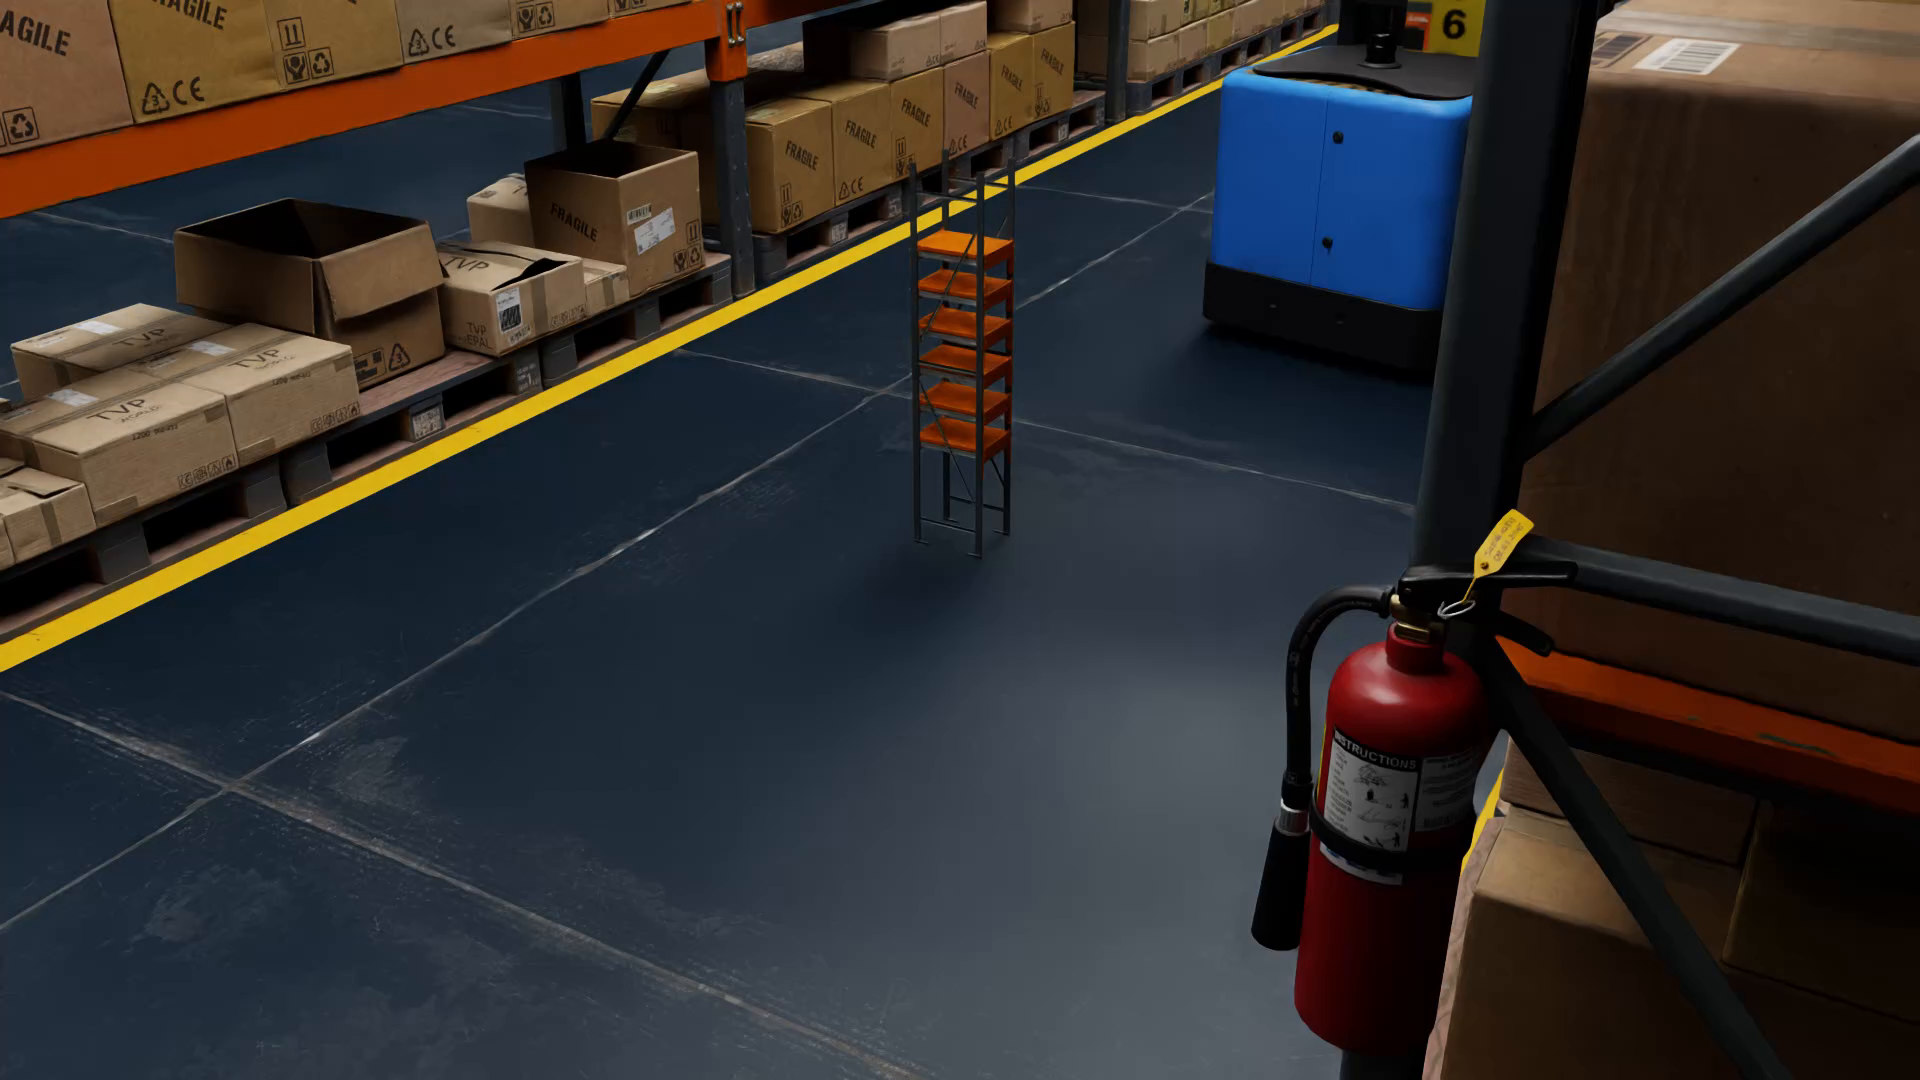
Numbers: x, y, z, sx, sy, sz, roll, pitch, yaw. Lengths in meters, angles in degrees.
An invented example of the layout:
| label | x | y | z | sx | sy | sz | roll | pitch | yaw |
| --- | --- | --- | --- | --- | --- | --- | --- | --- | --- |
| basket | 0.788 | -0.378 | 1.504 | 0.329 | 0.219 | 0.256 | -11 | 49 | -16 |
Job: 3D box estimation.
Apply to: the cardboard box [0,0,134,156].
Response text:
| label | x | y | z | sx | sy | sz | roll | pitch | yaw |
| --- | --- | --- | --- | --- | --- | --- | --- | --- | --- |
| cardboard box | -2.652 | -1.342 | 4.468 | 0.500 | 0.500 | 0.500 | 14 | 30 | 26 |

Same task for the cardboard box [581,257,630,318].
| label | x | y | z | sx | sy | sz | roll | pitch | yaw |
| --- | --- | --- | --- | --- | --- | --- | --- | --- | --- |
| cardboard box | -1.547 | -1.017 | 6.624 | 0.380 | 0.149 | 0.250 | 14 | 30 | 26 |

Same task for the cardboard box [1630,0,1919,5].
| label | x | y | z | sx | sy | sz | roll | pitch | yaw |
| --- | --- | --- | --- | --- | --- | --- | --- | --- | --- |
| cardboard box | 1.556 | -0.512 | 2.586 | 0.980 | 0.700 | 0.700 | 14 | 30 | 26 |

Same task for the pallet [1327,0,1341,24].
| label | x | y | z | sx | sy | sz | roll | pitch | yaw |
| --- | --- | --- | --- | --- | --- | --- | --- | --- | --- |
| pallet | 2.982 | -4.711 | 14.424 | 1.003 | 0.211 | 1.213 | 14 | 30 | 26 |

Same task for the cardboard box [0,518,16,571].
| label | x | y | z | sx | sy | sz | roll | pitch | yaw |
| --- | --- | --- | --- | --- | --- | --- | --- | --- | --- |
| cardboard box | -2.844 | 0.010 | 4.571 | 0.380 | 0.149 | 0.250 | 14 | 30 | 26 |

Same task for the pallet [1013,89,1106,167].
| label | x | y | z | sx | sy | sz | roll | pitch | yaw |
| --- | --- | --- | --- | --- | --- | --- | --- | --- | --- |
| pallet | 0.186 | -2.568 | 10.145 | 1.003 | 0.211 | 1.213 | 14 | 30 | 26 |

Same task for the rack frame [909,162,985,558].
| label | x | y | z | sx | sy | sz | roll | pitch | yaw |
| --- | --- | --- | --- | --- | --- | --- | --- | --- | --- |
| rack frame | -0.038 | -0.507 | 4.921 | 0.240 | 1.200 | 0.006 | 14 | 30 | 26 |

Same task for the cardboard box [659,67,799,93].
| label | x | y | z | sx | sy | sz | roll | pitch | yaw |
| --- | --- | --- | --- | --- | --- | --- | --- | --- | --- |
| cardboard box | -1.138 | -2.064 | 8.324 | 0.500 | 0.500 | 0.500 | 14 | 30 | 26 |

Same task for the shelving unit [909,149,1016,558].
| label | x | y | z | sx | sy | sz | roll | pitch | yaw |
| --- | --- | --- | --- | --- | --- | --- | --- | --- | --- |
| shelving unit | 0.007 | -0.542 | 4.993 | 0.258 | 1.200 | 0.189 | 14 | 30 | 26 |

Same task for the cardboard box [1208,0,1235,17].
| label | x | y | z | sx | sy | sz | roll | pitch | yaw |
| --- | --- | --- | --- | --- | --- | --- | --- | --- | --- |
| cardboard box | 1.604 | -3.851 | 11.568 | 0.500 | 0.311 | 0.500 | 13 | 30 | 25 |

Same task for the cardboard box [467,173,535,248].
| label | x | y | z | sx | sy | sz | roll | pitch | yaw |
| --- | --- | --- | --- | --- | --- | --- | --- | --- | --- |
| cardboard box | -1.776 | -1.417 | 7.243 | 0.500 | 0.311 | 0.500 | 14 | 30 | 26 |

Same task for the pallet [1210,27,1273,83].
| label | x | y | z | sx | sy | sz | roll | pitch | yaw |
| --- | --- | --- | --- | --- | --- | --- | --- | --- | --- |
| pallet | 1.626 | -3.637 | 12.279 | 1.003 | 0.211 | 1.213 | 14 | 30 | 26 |

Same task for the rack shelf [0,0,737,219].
| label | x | y | z | sx | sy | sz | roll | pitch | yaw |
| --- | --- | --- | --- | --- | --- | --- | --- | --- | --- |
| rack shelf | -2.365 | -1.438 | 5.575 | 1.077 | 0.370 | 4.000 | 14 | 30 | 26 |

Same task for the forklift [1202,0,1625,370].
| label | x | y | z | sx | sy | sz | roll | pitch | yaw |
| --- | --- | --- | --- | --- | --- | --- | --- | --- | --- |
| forklift | 2.356 | -2.547 | 7.064 | 1.130 | 2.935 | 3.031 | 21 | 33 | 35 |

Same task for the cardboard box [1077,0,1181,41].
| label | x | y | z | sx | sy | sz | roll | pitch | yaw |
| --- | --- | --- | --- | --- | --- | --- | --- | --- | --- |
| cardboard box | 1.100 | -3.446 | 10.760 | 0.500 | 0.311 | 0.500 | 15 | 30 | 28 |

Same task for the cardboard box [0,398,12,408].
| label | x | y | z | sx | sy | sz | roll | pitch | yaw |
| --- | --- | --- | --- | --- | --- | --- | --- | --- | --- |
| cardboard box | -3.019 | -0.314 | 5.200 | 0.380 | 0.166 | 0.250 | 14 | 30 | 26 |

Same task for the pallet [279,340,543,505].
| label | x | y | z | sx | sy | sz | roll | pitch | yaw |
| --- | --- | --- | --- | --- | --- | --- | --- | --- | --- |
| pallet | -2.319 | -0.547 | 6.108 | 1.003 | 0.211 | 1.213 | 14 | 30 | 26 |

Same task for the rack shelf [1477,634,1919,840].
| label | x | y | z | sx | sy | sz | roll | pitch | yaw |
| --- | --- | --- | --- | --- | --- | --- | --- | --- | --- |
| rack shelf | 1.949 | -0.348 | 3.399 | 1.077 | 0.370 | 4.000 | 14 | 30 | 26 |

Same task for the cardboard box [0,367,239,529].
| label | x | y | z | sx | sy | sz | roll | pitch | yaw |
| --- | --- | --- | --- | --- | --- | --- | --- | --- | --- |
| cardboard box | -2.589 | -0.292 | 5.062 | 0.500 | 0.250 | 0.500 | 14 | 30 | 26 |

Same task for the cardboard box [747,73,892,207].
| label | x | y | z | sx | sy | sz | roll | pitch | yaw |
| --- | --- | --- | --- | --- | --- | --- | --- | --- | --- |
| cardboard box | -0.679 | -1.963 | 8.122 | 0.500 | 0.500 | 0.500 | 15 | 30 | 27 |

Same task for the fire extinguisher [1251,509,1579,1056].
| label | x | y | z | sx | sy | sz | roll | pitch | yaw |
| --- | --- | --- | --- | --- | --- | --- | --- | --- | --- |
| fire extinguisher | 0.489 | 0.268 | 1.867 | 0.296 | 0.674 | 0.183 | 14 | 30 | 26 |

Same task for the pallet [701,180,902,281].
| label | x | y | z | sx | sy | sz | roll | pitch | yaw |
| --- | --- | --- | --- | --- | --- | --- | --- | --- | --- |
| pallet | -1.014 | -1.617 | 8.245 | 1.003 | 0.211 | 1.213 | 14 | 30 | 26 |

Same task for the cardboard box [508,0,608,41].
| label | x | y | z | sx | sy | sz | roll | pitch | yaw |
| --- | --- | --- | --- | --- | --- | --- | --- | --- | --- |
| cardboard box | -1.656 | -2.131 | 6.045 | 0.500 | 0.500 | 0.500 | 15 | 30 | 28 |

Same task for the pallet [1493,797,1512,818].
| label | x | y | z | sx | sy | sz | roll | pitch | yaw |
| --- | --- | --- | --- | --- | --- | --- | --- | --- | --- |
| pallet | 1.892 | 0.554 | 3.908 | 1.003 | 0.211 | 1.213 | 14 | 30 | 26 |

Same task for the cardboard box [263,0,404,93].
| label | x | y | z | sx | sy | sz | roll | pitch | yaw |
| --- | --- | --- | --- | --- | --- | --- | --- | --- | --- |
| cardboard box | -2.155 | -1.731 | 5.246 | 0.500 | 0.500 | 0.500 | 15 | 30 | 27 |

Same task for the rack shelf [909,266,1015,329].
| label | x | y | z | sx | sy | sz | roll | pitch | yaw |
| --- | --- | --- | --- | --- | --- | --- | --- | --- | --- |
| rack shelf | 0.007 | -0.717 | 4.905 | 0.258 | 0.103 | 0.180 | 14 | 30 | 26 |

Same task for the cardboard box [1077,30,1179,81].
| label | x | y | z | sx | sy | sz | roll | pitch | yaw |
| --- | --- | --- | --- | --- | --- | --- | --- | --- | --- |
| cardboard box | 1.100 | -3.196 | 10.885 | 0.500 | 0.250 | 0.500 | 14 | 30 | 26 |

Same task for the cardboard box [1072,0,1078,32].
| label | x | y | z | sx | sy | sz | roll | pitch | yaw |
| --- | --- | --- | --- | --- | --- | --- | --- | --- | --- |
| cardboard box | 0.630 | -3.565 | 10.997 | 0.500 | 0.311 | 0.500 | 15 | 30 | 27 |

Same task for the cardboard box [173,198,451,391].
| label | x | y | z | sx | sy | sz | roll | pitch | yaw |
| --- | --- | --- | --- | --- | --- | --- | --- | --- | --- |
| cardboard box | -2.301 | -0.886 | 5.966 | 0.797 | 0.503 | 0.637 | 14 | 30 | 26 |

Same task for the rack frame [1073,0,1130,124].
| label | x | y | z | sx | sy | sz | roll | pitch | yaw |
| --- | --- | --- | --- | --- | --- | --- | --- | --- | --- |
| rack frame | 0.586 | -4.098 | 10.085 | 1.000 | 3.000 | 0.127 | 14 | 30 | 26 |

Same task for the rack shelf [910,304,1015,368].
| label | x | y | z | sx | sy | sz | roll | pitch | yaw |
| --- | --- | --- | --- | --- | --- | --- | --- | --- | --- |
| rack shelf | 0.007 | -0.610 | 4.959 | 0.258 | 0.103 | 0.180 | 14 | 30 | 26 |

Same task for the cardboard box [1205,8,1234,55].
| label | x | y | z | sx | sy | sz | roll | pitch | yaw |
| --- | --- | --- | --- | --- | --- | --- | --- | --- | --- |
| cardboard box | 1.597 | -3.596 | 11.684 | 0.500 | 0.250 | 0.500 | 13 | 30 | 25 |

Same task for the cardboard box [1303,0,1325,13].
| label | x | y | z | sx | sy | sz | roll | pitch | yaw |
| --- | --- | --- | --- | --- | --- | --- | --- | --- | --- |
| cardboard box | 2.602 | -4.390 | 13.270 | 0.500 | 0.250 | 0.500 | 14 | 30 | 26 |

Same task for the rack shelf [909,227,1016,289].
| label | x | y | z | sx | sy | sz | roll | pitch | yaw |
| --- | --- | --- | --- | --- | --- | --- | --- | --- | --- |
| rack shelf | 0.007 | -0.824 | 4.851 | 0.258 | 0.103 | 0.180 | 14 | 30 | 26 |

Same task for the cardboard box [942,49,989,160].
| label | x | y | z | sx | sy | sz | roll | pitch | yaw |
| --- | --- | --- | --- | --- | --- | --- | --- | --- | --- |
| cardboard box | -0.177 | -2.353 | 8.901 | 0.500 | 0.500 | 0.500 | 13 | 29 | 24 |

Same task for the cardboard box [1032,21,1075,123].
| label | x | y | z | sx | sy | sz | roll | pitch | yaw |
| --- | --- | --- | --- | --- | --- | --- | --- | --- | --- |
| cardboard box | 0.331 | -2.761 | 9.715 | 0.500 | 0.500 | 0.500 | 15 | 30 | 28 |

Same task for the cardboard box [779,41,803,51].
| label | x | y | z | sx | sy | sz | roll | pitch | yaw |
| --- | --- | --- | --- | --- | --- | --- | --- | --- | --- |
| cardboard box | -0.642 | -2.458 | 9.111 | 0.500 | 0.500 | 0.500 | 13 | 29 | 24 |

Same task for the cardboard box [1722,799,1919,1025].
| label | x | y | z | sx | sy | sz | roll | pitch | yaw |
| --- | --- | --- | --- | --- | --- | --- | --- | --- | --- |
| cardboard box | 1.335 | 0.547 | 2.405 | 0.380 | 0.149 | 0.250 | 14 | 30 | 26 |

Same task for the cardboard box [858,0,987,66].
| label | x | y | z | sx | sy | sz | roll | pitch | yaw |
| --- | --- | --- | --- | --- | --- | --- | --- | --- | --- |
| cardboard box | -0.193 | -2.673 | 8.703 | 0.500 | 0.250 | 0.500 | 14 | 30 | 25 |

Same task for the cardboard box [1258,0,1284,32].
| label | x | y | z | sx | sy | sz | roll | pitch | yaw |
| --- | --- | --- | --- | --- | --- | --- | --- | --- | --- |
| cardboard box | 2.101 | -3.993 | 12.479 | 0.500 | 0.250 | 0.500 | 15 | 30 | 27 |
